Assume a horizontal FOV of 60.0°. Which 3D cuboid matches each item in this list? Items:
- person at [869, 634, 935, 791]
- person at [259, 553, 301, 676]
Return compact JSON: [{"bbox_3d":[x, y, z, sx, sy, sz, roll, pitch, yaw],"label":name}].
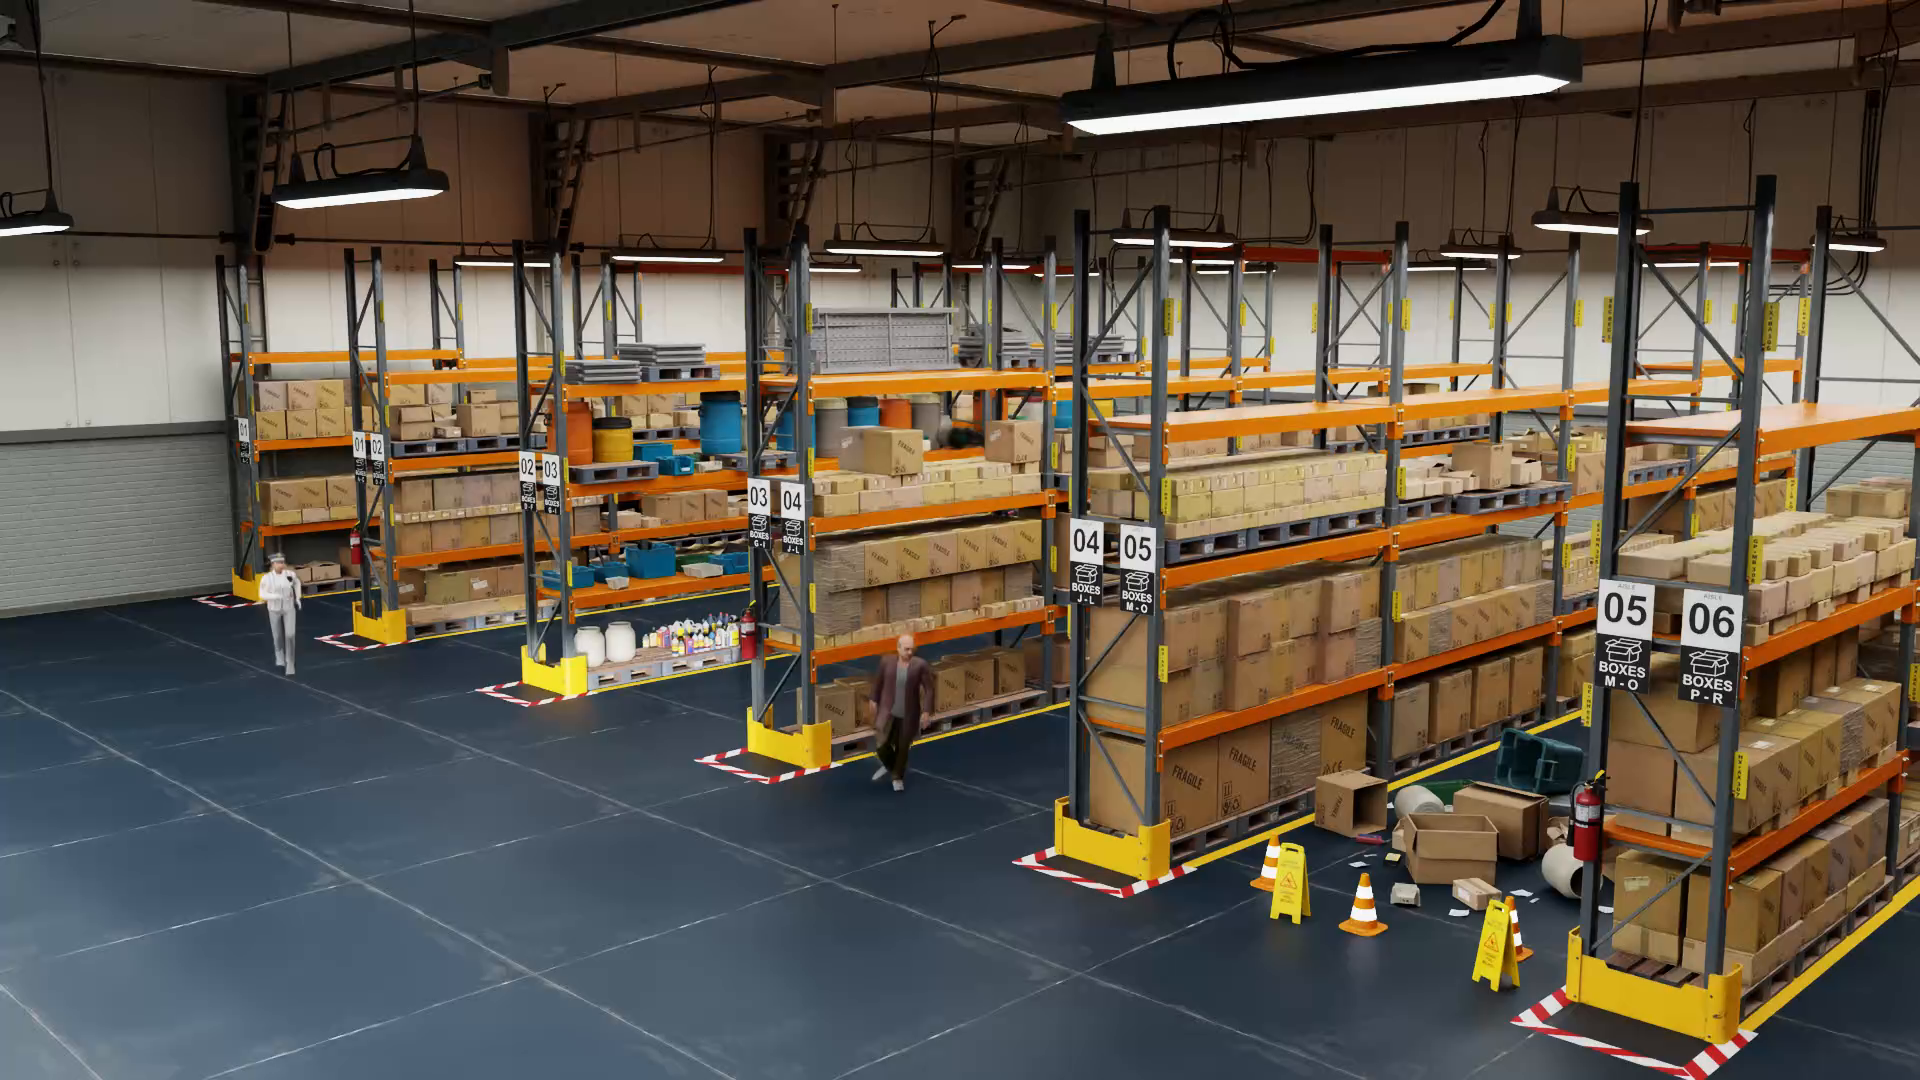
[{"bbox_3d":[-0.622,1.825,17.595,0.715,1.732,0.659,0,8,1],"label":"person"},{"bbox_3d":[-9.549,1.027,23.395,0.548,1.740,0.832,-3,9,-23],"label":"person"}]
